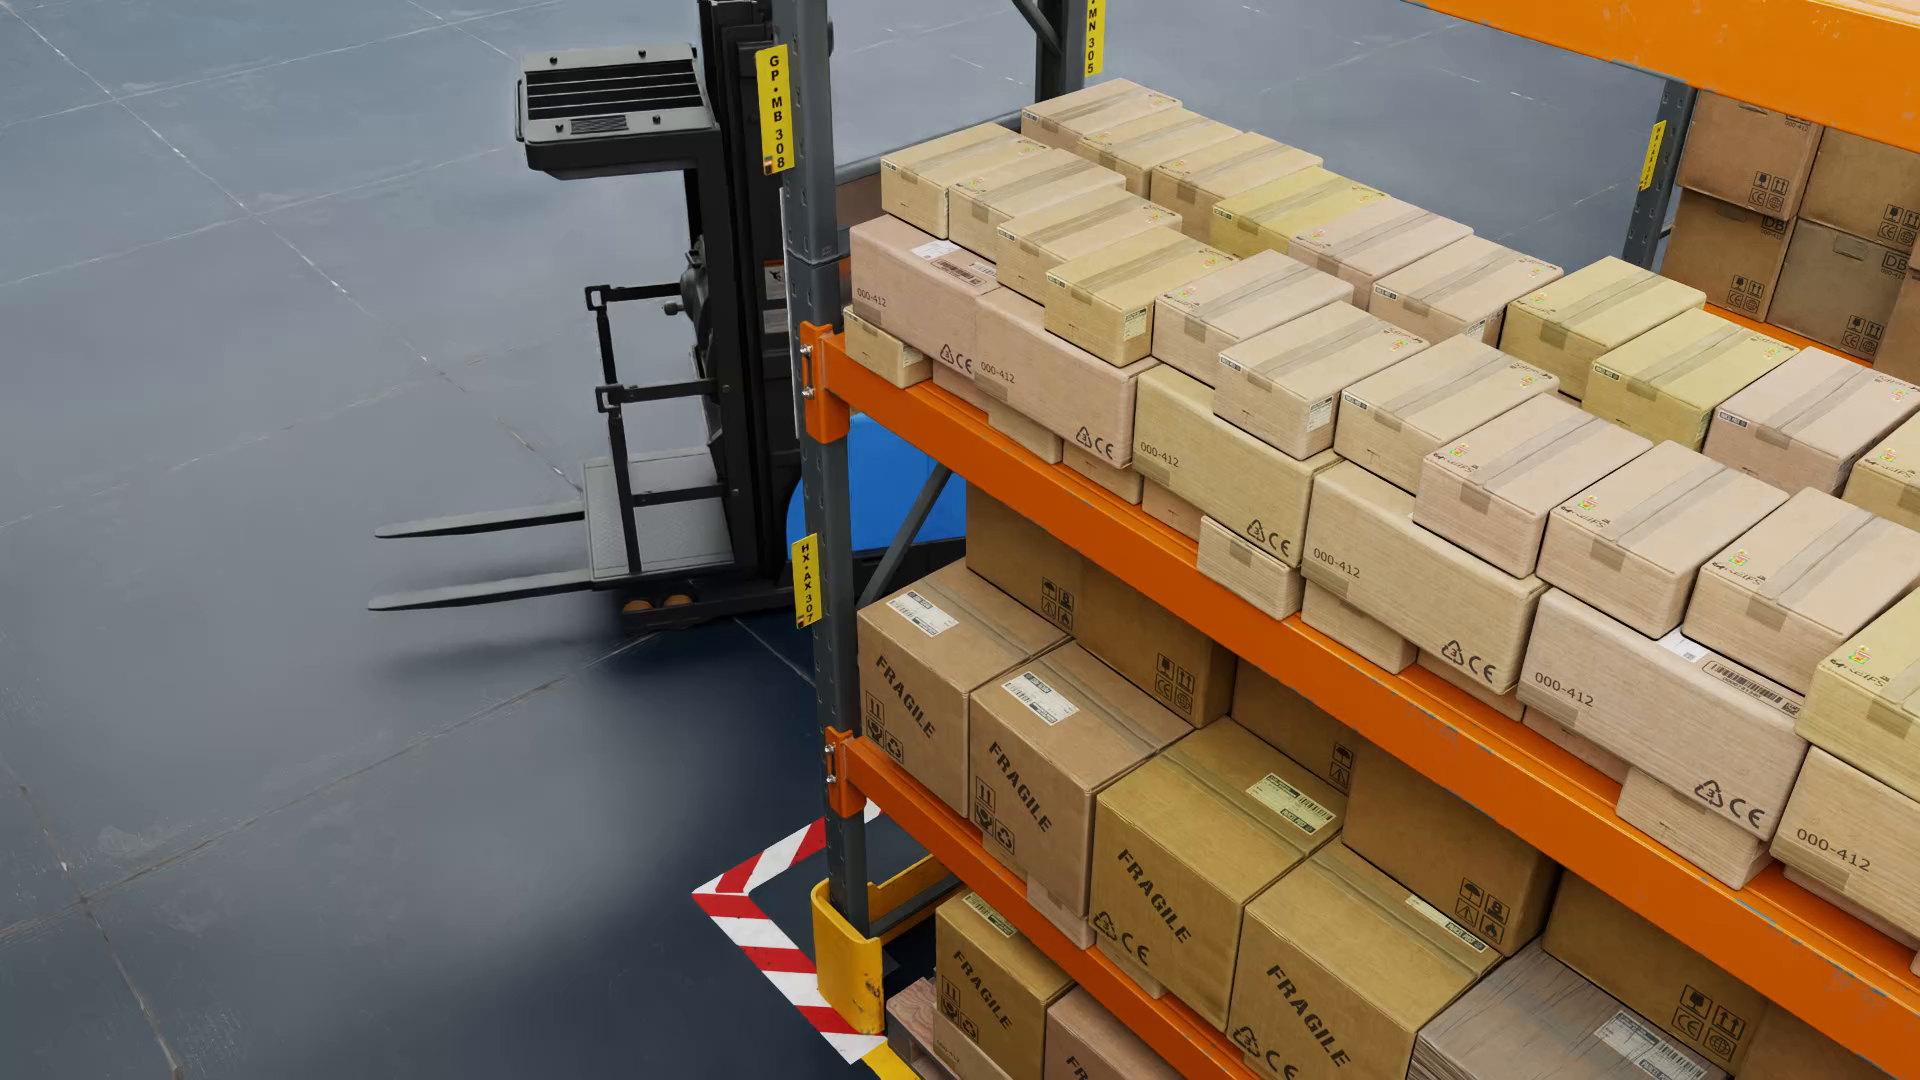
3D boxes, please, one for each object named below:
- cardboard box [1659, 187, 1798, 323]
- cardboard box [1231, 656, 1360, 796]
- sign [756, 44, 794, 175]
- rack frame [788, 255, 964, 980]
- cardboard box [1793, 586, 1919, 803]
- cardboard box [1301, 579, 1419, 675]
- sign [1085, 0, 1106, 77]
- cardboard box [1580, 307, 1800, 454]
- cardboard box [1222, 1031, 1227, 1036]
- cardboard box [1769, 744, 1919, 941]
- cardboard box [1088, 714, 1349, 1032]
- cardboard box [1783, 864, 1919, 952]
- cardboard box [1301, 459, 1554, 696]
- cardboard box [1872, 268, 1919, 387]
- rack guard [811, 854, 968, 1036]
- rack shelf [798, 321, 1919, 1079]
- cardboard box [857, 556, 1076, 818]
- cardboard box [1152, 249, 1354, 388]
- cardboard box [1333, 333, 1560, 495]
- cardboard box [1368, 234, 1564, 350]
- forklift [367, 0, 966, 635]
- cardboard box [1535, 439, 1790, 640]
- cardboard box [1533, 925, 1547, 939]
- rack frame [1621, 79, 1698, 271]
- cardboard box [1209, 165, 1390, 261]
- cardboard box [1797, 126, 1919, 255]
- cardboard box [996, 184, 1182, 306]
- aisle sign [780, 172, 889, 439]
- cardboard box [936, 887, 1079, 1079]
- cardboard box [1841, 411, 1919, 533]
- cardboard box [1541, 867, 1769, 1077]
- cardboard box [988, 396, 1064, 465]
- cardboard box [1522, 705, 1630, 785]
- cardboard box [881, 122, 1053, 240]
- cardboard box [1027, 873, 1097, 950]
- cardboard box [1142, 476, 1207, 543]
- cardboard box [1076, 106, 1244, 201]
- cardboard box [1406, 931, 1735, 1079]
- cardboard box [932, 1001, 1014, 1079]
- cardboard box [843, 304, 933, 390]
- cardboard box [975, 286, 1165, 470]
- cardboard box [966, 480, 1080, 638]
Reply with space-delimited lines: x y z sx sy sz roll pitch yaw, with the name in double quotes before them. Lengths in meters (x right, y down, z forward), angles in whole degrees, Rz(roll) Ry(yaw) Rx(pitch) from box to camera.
"cardboard box" 3.935 -1.526 8.081 0.875 0.550 0.550 -26 43 -32
"cardboard box" 1.170 0.266 4.472 0.700 0.500 0.500 -27 43 -32
"sign" -0.469 -1.100 4.257 0.100 0.325 0.005 -26 43 -32
"rack frame" -0.055 0.279 5.662 1.000 3.000 0.127 -26 43 -32
"cardboard box" 1.561 0.239 2.650 0.380 0.149 0.250 -25 42 -31
"cardboard box" 0.949 0.095 3.544 0.380 0.149 0.250 -27 44 -33
"sign" 0.382 -1.505 4.819 0.100 0.325 0.005 -26 43 -32
"cardboard box" 1.506 -0.319 3.438 0.380 0.149 0.250 -25 42 -31
"cardboard box" 0.827 1.187 4.597 0.380 0.149 0.250 -24 42 -30
"cardboard box" 1.709 0.443 2.707 0.500 0.250 0.500 -27 43 -32
"cardboard box" 0.705 0.881 4.468 0.500 0.500 0.500 -27 43 -33
"cardboard box" 1.683 0.520 2.944 0.380 0.149 0.250 -28 44 -33
"cardboard box" 1.052 -0.006 3.341 0.500 0.250 0.500 -25 42 -31
"cardboard box" 4.572 -0.998 7.335 0.875 0.550 0.550 -26 43 -32
"rack guard" -0.006 1.332 6.337 1.175 0.500 0.348 -26 43 -32
"rack shelf" 1.236 0.231 3.757 1.077 0.370 4.000 -26 43 -32
"cardboard box" 0.039 0.429 5.106 0.500 0.500 0.500 -27 43 -32
"cardboard box" 0.646 -0.484 3.672 0.380 0.149 0.250 -26 43 -32
"cardboard box" 0.977 -0.252 3.343 0.380 0.149 0.250 -25 42 -31
"cardboard box" 1.130 -0.528 3.733 0.380 0.149 0.250 -27 44 -33
"forklift" -1.382 -1.075 7.633 3.031 2.935 1.130 -8 36 -11
"cardboard box" 1.266 -0.009 3.000 0.380 0.149 0.250 -25 43 -31
"cardboard box" 1.458 0.929 4.400 0.500 0.500 0.500 -25 43 -31
"rack frame" 3.661 -1.612 8.332 1.000 3.000 0.127 -26 43 -32
"cardboard box" 0.829 -0.764 4.066 0.380 0.149 0.250 -26 43 -32
"cardboard box" 4.297 -1.727 7.431 0.875 0.550 0.550 -26 43 -32
"cardboard box" 0.308 -0.697 3.972 0.380 0.149 0.250 -26 43 -32
"aisle sign" -0.332 -0.694 4.786 0.394 0.787 0.004 -26 43 -32
"cardboard box" 0.270 1.393 5.456 0.500 0.500 0.500 -28 44 -33
"cardboard box" 1.871 -0.104 3.134 0.380 0.149 0.250 -28 44 -33
"cardboard box" 1.792 0.734 3.811 0.700 0.500 0.500 -27 43 -33
"cardboard box" 0.294 -0.363 4.190 0.380 0.149 0.250 -25 42 -31
"cardboard box" 1.334 0.292 3.266 0.380 0.149 0.250 -25 42 -31
"cardboard box" 0.019 -0.935 4.309 0.380 0.149 0.250 -26 43 -32
"cardboard box" 0.418 0.991 4.874 0.380 0.149 0.250 -25 42 -31
"cardboard box" 0.647 -0.147 3.886 0.380 0.149 0.250 -27 44 -33
"cardboard box" 0.526 -1.001 4.401 0.380 0.149 0.250 -25 42 -31
"cardboard box" 1.374 1.327 3.838 0.500 0.500 0.500 -25 42 -31
"cardboard box" 0.254 1.689 5.687 0.500 0.250 0.500 -26 43 -32
"cardboard box" -0.089 -0.575 4.490 0.380 0.149 0.250 -26 43 -32
"cardboard box" 0.384 -0.458 3.980 0.500 0.250 0.500 -27 43 -32
"cardboard box" 0.442 -0.147 5.055 0.700 0.500 0.500 -27 43 -33
